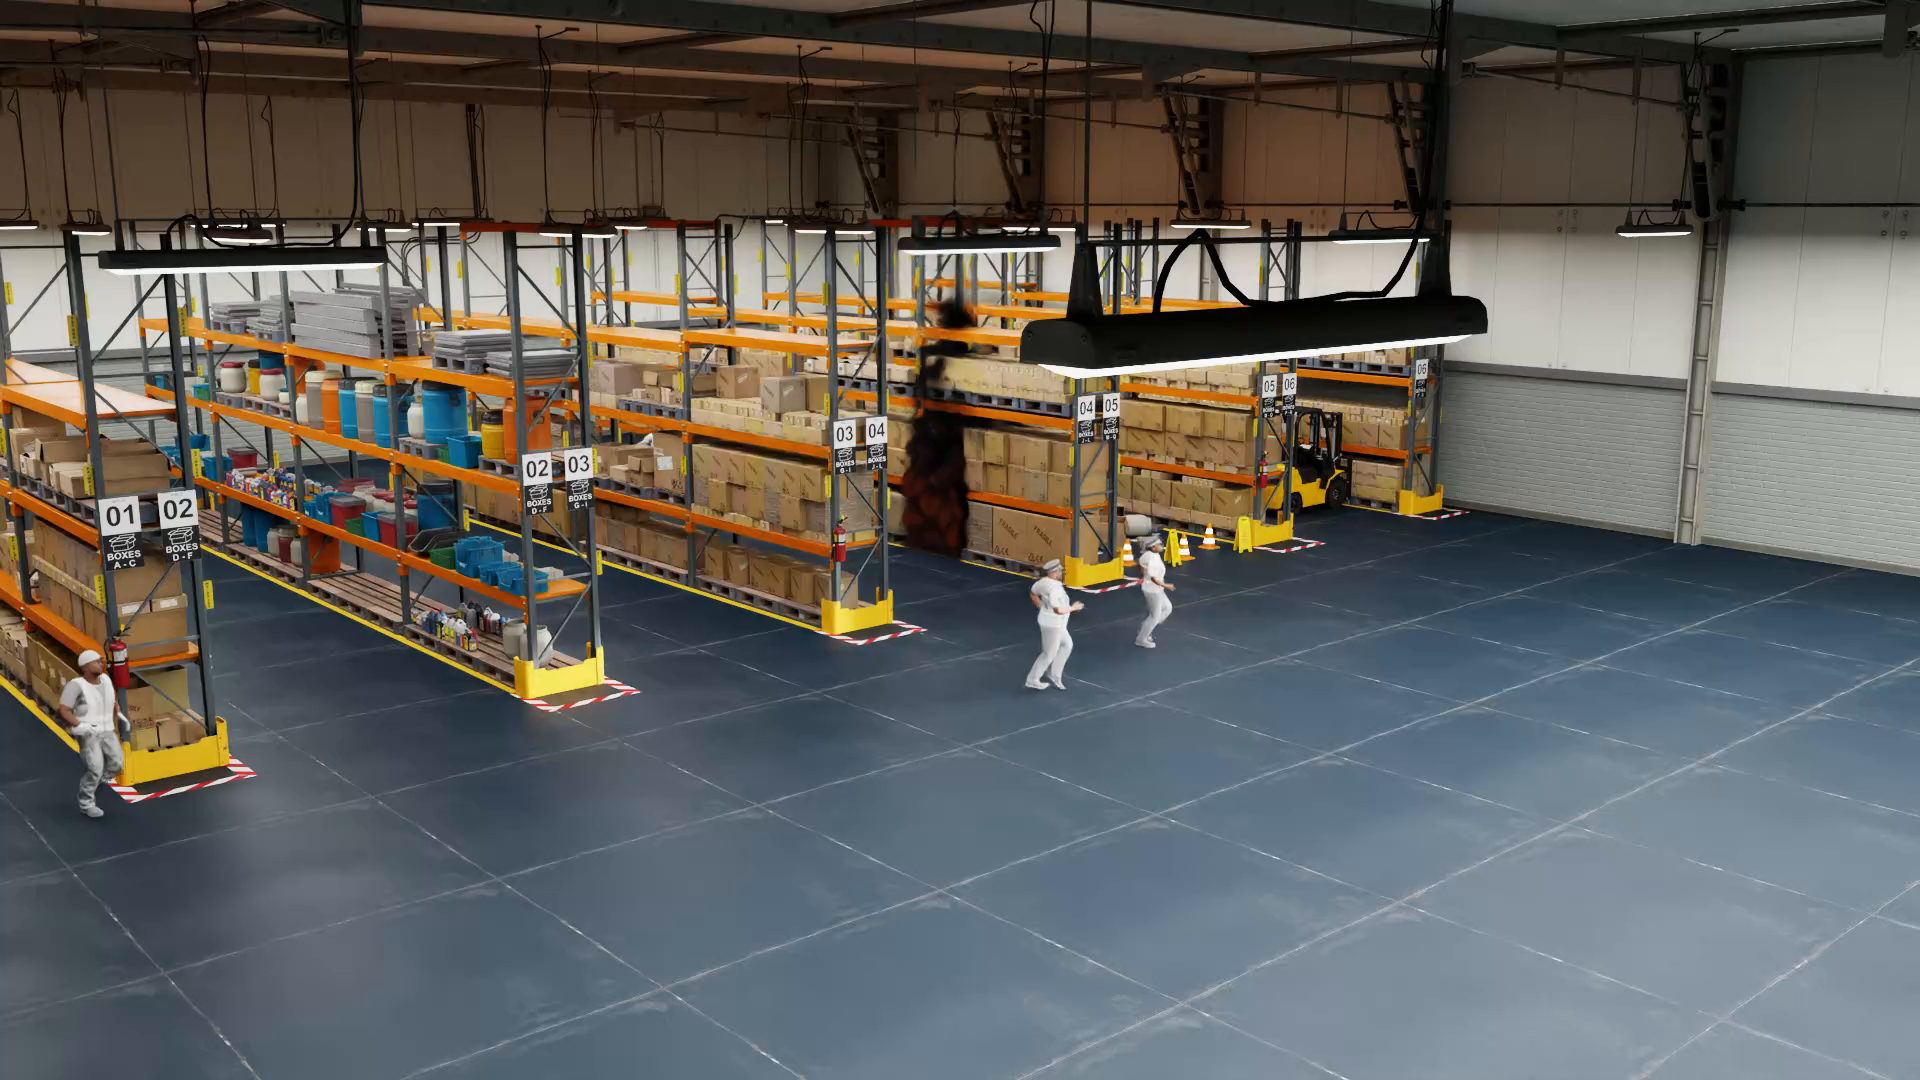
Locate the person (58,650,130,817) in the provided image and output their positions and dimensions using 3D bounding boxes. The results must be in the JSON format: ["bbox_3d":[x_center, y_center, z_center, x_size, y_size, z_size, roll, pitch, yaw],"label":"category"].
[{"bbox_3d":[-9.090,2.018,17.522,0.531,1.731,0.757,4,12,18],"label":"person"}]

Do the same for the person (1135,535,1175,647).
[{"bbox_3d":[2.828,0.728,24.070,0.552,1.661,0.555,0,11,0],"label":"person"}]

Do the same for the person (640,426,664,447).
[{"bbox_3d":[-6.346,-1.606,35.289,0.679,1.839,0.894,-10,15,-39],"label":"person"}]

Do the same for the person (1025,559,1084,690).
[{"bbox_3d":[1.233,1.143,21.825,0.767,1.839,0.638,-1,12,-7],"label":"person"}]
